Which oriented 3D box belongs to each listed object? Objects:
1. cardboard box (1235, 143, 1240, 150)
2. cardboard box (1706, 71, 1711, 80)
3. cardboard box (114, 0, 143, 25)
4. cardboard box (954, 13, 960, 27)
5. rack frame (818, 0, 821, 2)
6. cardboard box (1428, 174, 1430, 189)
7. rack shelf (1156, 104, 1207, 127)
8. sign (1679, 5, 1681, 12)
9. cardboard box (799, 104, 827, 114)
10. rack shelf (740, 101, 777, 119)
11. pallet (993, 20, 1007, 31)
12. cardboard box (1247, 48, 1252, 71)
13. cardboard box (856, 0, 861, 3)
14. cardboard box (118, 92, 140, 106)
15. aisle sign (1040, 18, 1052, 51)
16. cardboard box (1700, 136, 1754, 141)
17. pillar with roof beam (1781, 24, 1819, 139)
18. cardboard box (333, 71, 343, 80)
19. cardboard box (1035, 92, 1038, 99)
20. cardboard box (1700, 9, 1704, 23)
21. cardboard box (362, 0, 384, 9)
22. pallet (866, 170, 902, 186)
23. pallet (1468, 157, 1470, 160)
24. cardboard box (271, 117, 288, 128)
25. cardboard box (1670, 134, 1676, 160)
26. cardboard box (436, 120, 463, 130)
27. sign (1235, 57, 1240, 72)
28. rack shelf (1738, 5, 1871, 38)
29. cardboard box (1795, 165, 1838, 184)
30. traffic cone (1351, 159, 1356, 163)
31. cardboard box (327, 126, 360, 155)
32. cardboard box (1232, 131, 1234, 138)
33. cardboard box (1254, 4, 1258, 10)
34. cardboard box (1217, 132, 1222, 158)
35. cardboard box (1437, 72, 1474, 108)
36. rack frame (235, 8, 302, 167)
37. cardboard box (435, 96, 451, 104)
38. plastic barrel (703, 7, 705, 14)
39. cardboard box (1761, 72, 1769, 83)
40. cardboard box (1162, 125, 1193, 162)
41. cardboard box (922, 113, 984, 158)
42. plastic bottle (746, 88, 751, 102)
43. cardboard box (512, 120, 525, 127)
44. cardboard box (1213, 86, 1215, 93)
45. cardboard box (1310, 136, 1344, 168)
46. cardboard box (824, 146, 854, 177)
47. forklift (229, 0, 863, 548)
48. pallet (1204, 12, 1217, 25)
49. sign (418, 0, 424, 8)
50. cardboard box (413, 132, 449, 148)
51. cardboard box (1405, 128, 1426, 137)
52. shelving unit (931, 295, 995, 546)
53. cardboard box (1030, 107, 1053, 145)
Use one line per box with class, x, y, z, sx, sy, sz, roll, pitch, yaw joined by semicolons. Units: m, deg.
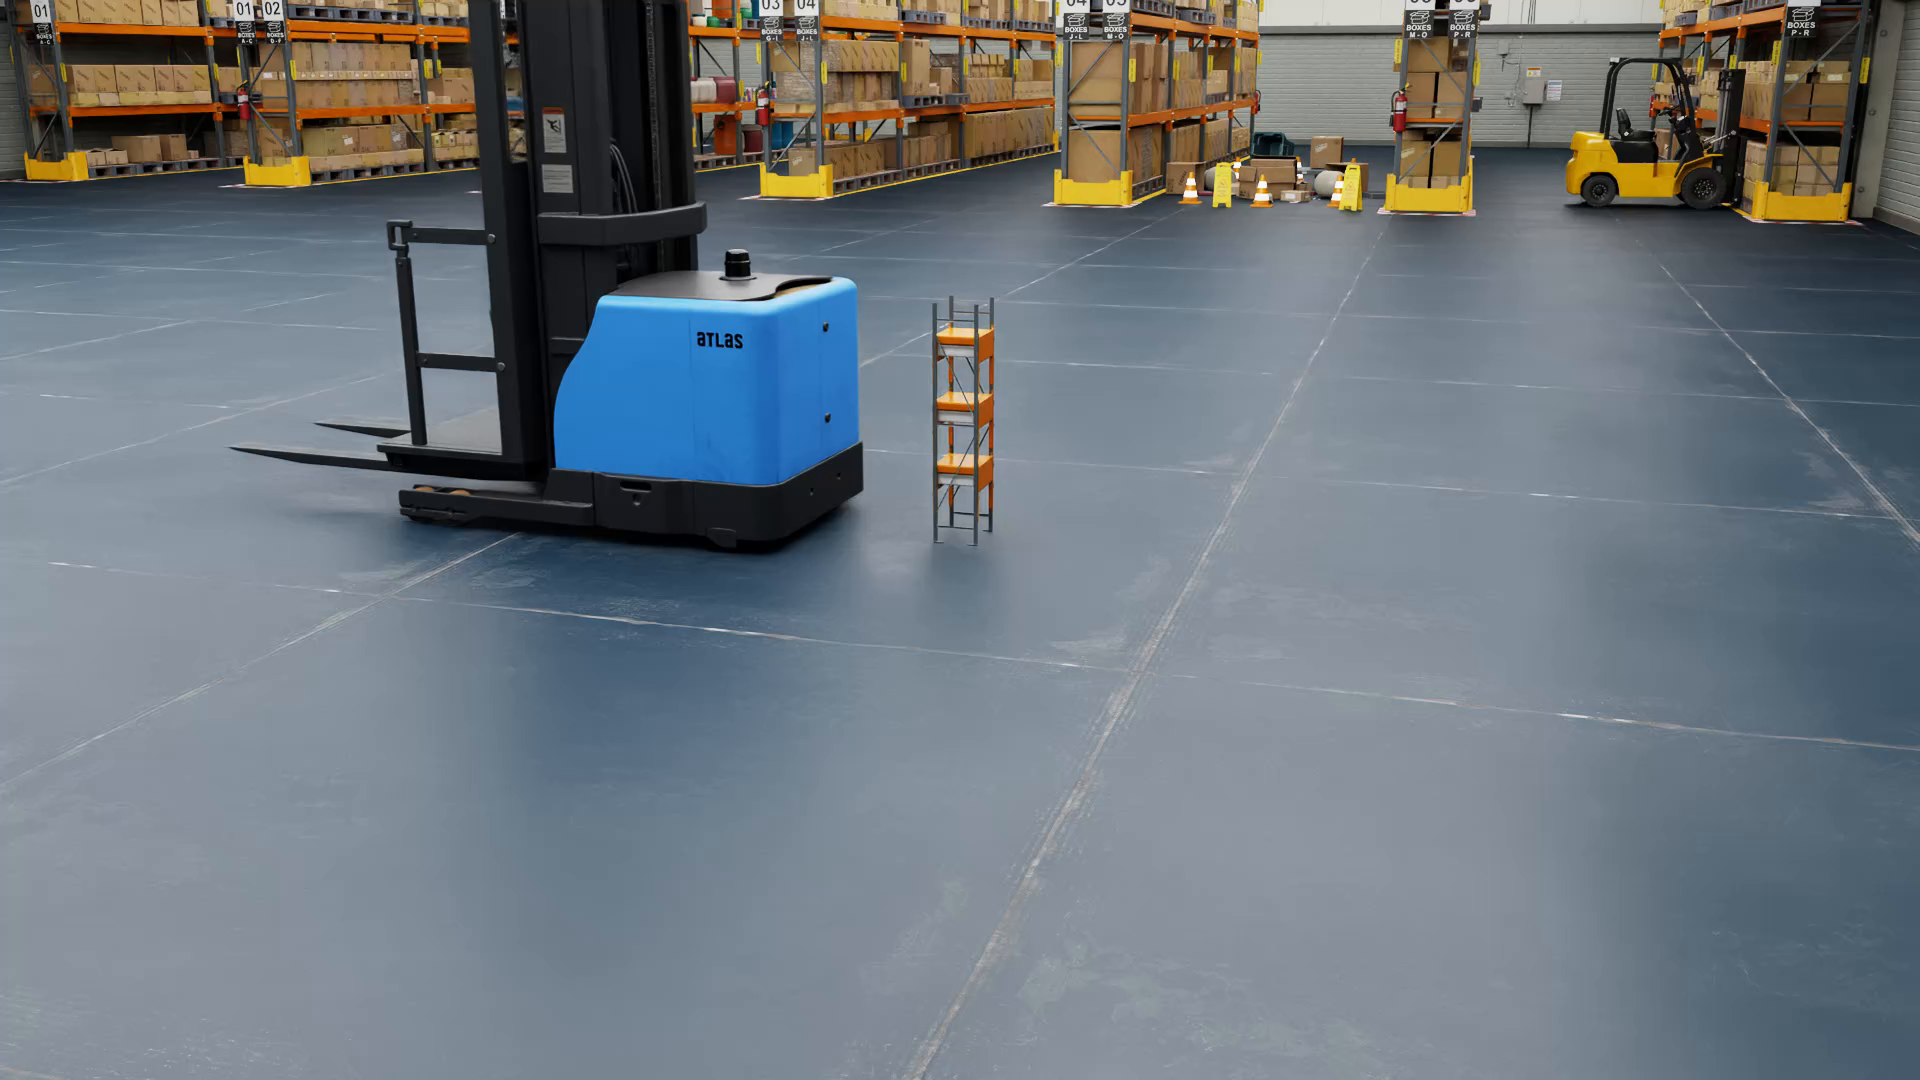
cardboard box;6.199;-9.005;38.035;0.380;0.149;0.250;4;16;14
cardboard box;13.408;-8.203;29.382;0.380;0.149;0.250;5;17;17
cardboard box;-16.129;-10.170;31.971;0.500;0.500;0.500;6;17;19
cardboard box;-0.306;-10.353;33.113;0.500;0.250;0.500;5;16;16
rack frame;-2.679;-9.919;25.809;1.000;3.000;0.127;5;16;16
cardboard box;6.949;-5.511;25.531;0.500;0.250;0.500;5;16;16
rack shelf;3.753;-7.846;30.811;1.077;0.370;4.000;5;16;16
sign;14.470;-10.752;33.295;0.100;0.325;0.005;5;16;16
cardboard box;-2.370;-6.968;26.860;0.380;0.149;0.250;5;16;16
rack shelf;-4.586;-9.687;37.304;1.077;0.370;4.000;5;16;16
pallet;0.518;-11.280;36.454;0.805;0.209;1.217;4;16;14
cardboard box;6.420;-11.072;38.307;0.500;0.500;0.500;6;17;19
cardboard box;-1.889;-9.126;28.054;0.380;0.149;0.250;4;16;14
cardboard box;-16.199;-8.496;32.023;0.500;0.250;0.500;4;16;15
aisle sign;2.176;-12.465;41.016;0.394;0.787;0.004;5;16;16
cardboard box;13.665;-6.871;29.639;0.875;0.625;0.625;5;17;18
pillar with roof beam;10.222;-10.783;28.853;9.100;9.000;0.400;5;16;16
cardboard box;-11.566;-8.518;30.493;0.380;0.149;0.250;4;16;14
cardboard box;1.647;-10.579;39.592;0.380;0.149;0.250;5;17;17
cardboard box;13.911;-9.629;30.559;0.500;0.250;0.500;5;16;16
cardboard box;-11.120;-10.103;31.390;0.380;0.149;0.250;5;16;16
pallet;-1.700;-6.559;30.069;1.003;0.211;1.213;5;16;16
pallet;10.085;-7.855;34.635;1.003;0.211;1.213;5;16;16
cardboard box;-15.171;-9.177;36.586;0.500;0.250;0.500;5;16;16
cardboard box;14.639;-7.910;33.533;0.500;0.500;0.500;5;17;18
cardboard box;-13.206;-10.512;42.705;0.700;0.500;0.500;5;17;17
sign;5.991;-10.276;35.941;0.100;0.325;0.005;5;16;16
rack shelf;12.151;-7.501;24.098;1.077;0.370;4.000;5;16;16
cardboard box;11.915;-5.107;23.191;0.500;0.250;0.500;5;17;17
traffic cone;6.969;-6.524;29.481;0.336;0.463;0.334;5;16;16
cardboard box;-11.540;-7.428;30.916;0.500;0.500;0.500;5;16;16
cardboard box;5.889;-9.020;36.997;0.380;0.149;0.250;5;17;19
cardboard box;6.782;-12.501;39.038;0.380;0.149;0.250;4;16;15
cardboard box;5.193;-8.280;34.834;0.500;0.500;0.500;4;16;15
cardboard box;7.223;-6.558;24.225;0.500;0.500;0.500;4;16;15
rack frame;-12.176;-7.802;29.340;1.000;3.000;0.127;5;16;16
cardboard box;-10.592;-8.944;33.825;0.380;0.149;0.250;5;16;16
plastic barrel;-5.537;-10.949;34.734;0.421;0.512;0.421;0;16;0
cardboard box;11.701;-6.623;23.810;0.380;0.149;0.250;4;16;14
cardboard box;3.816;-7.453;31.463;1.050;0.750;0.750;5;17;17
cardboard box;-0.190;-8.485;34.870;1.225;0.875;0.875;4;16;13
plastic bottle;-4.585;-9.625;35.978;0.061;0.283;0.133;5;16;16
cardboard box;-9.850;-9.543;37.877;0.500;0.250;0.500;5;17;18
cardboard box;5.016;-9.245;34.116;0.380;0.149;0.250;5;17;17
cardboard box;6.244;-6.603;28.305;0.500;0.500;0.500;5;16;16
cardboard box;-2.153;-6.516;28.616;0.500;0.500;0.500;6;17;21
forklift;-2.033;-1.599;7.595;3.031;2.935;1.130;5;17;19
pallet;4.189;-9.895;31.566;1.213;0.211;1.003;5;17;18
sign;-10.507;-10.536;32.388;0.100;0.325;0.005;5;16;16
cardboard box;-10.683;-8.086;33.584;0.500;0.311;0.500;5;16;16
cardboard box;6.991;-6.282;25.686;0.380;0.149;0.250;5;17;18
shelving unit;0.015;-0.519;7.235;0.215;1.050;0.252;5;16;16
cardboard box;1.762;-10.225;41.006;0.875;0.875;0.875;5;16;16
